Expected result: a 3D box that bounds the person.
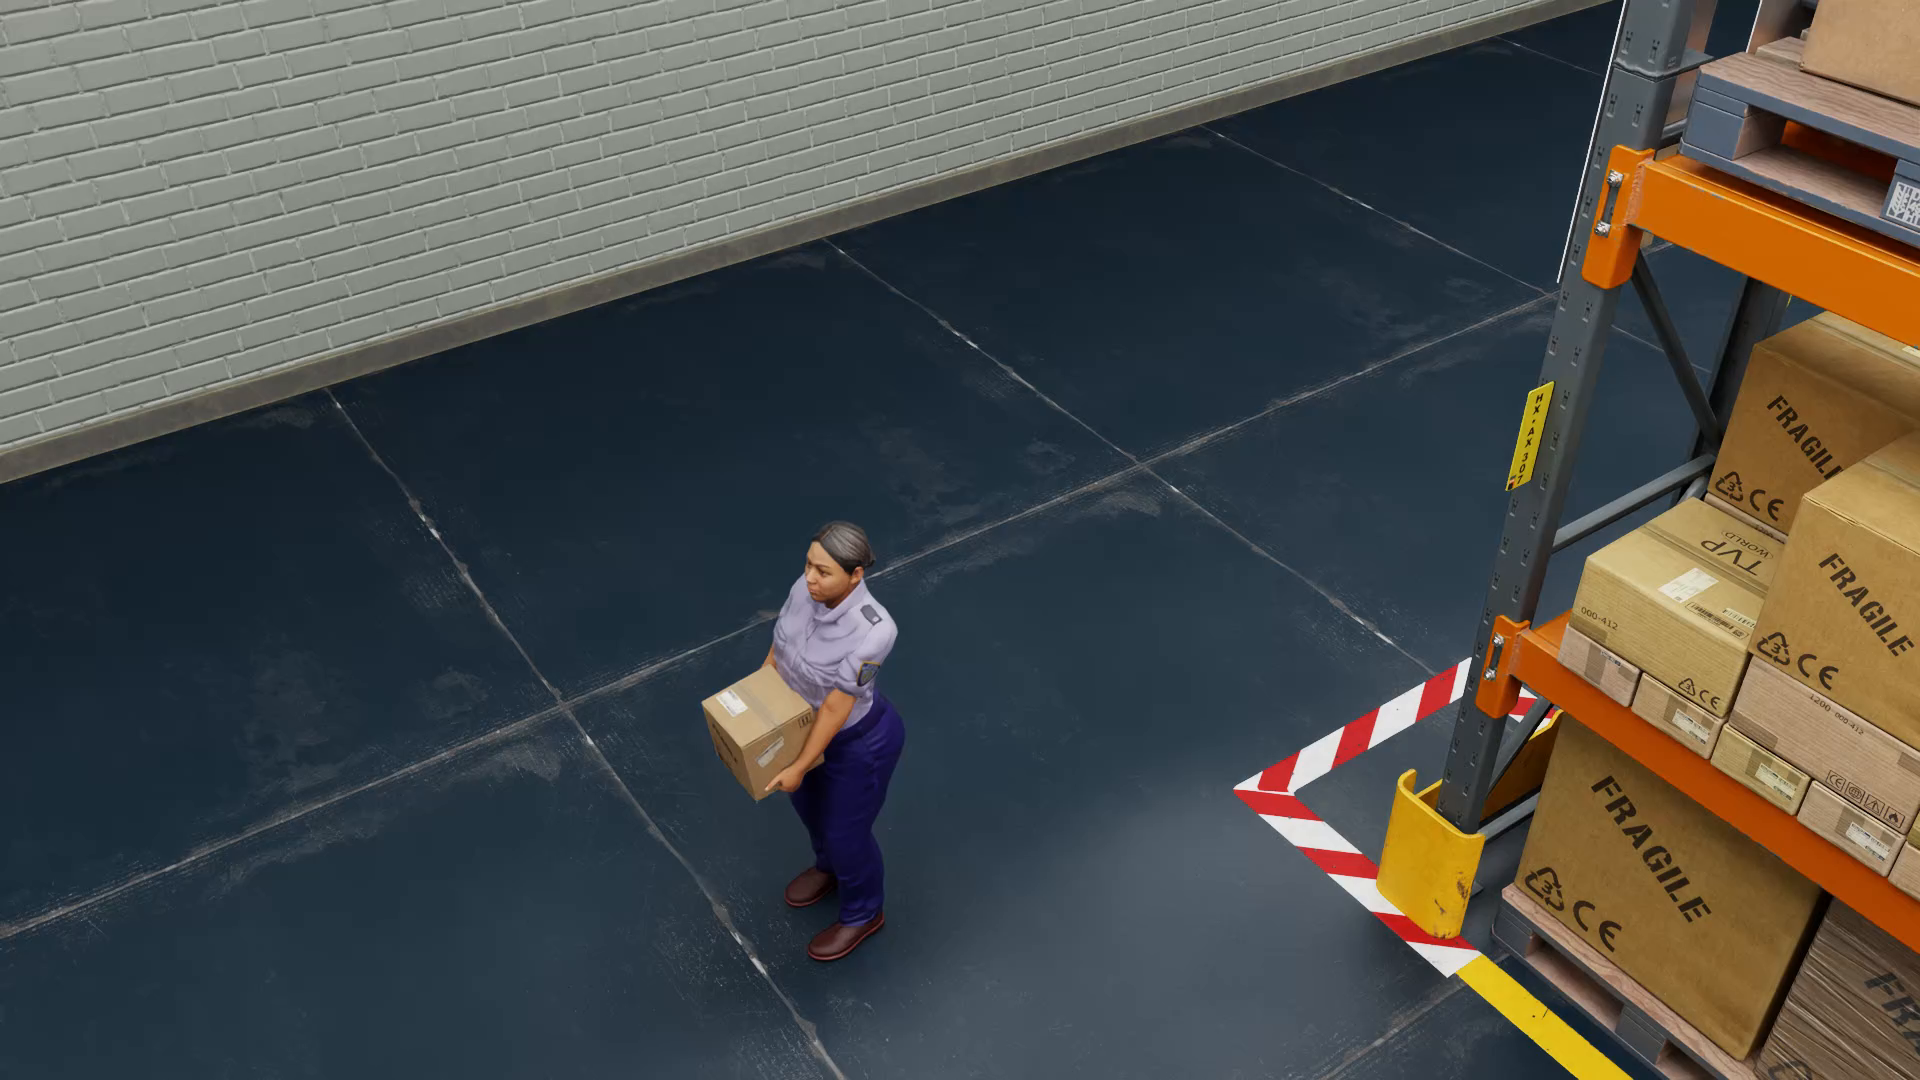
[{"bbox_3d":[-0.460,0.665,5.284,0.499,1.633,0.434,-23,42,-28],"label":"person"}]
